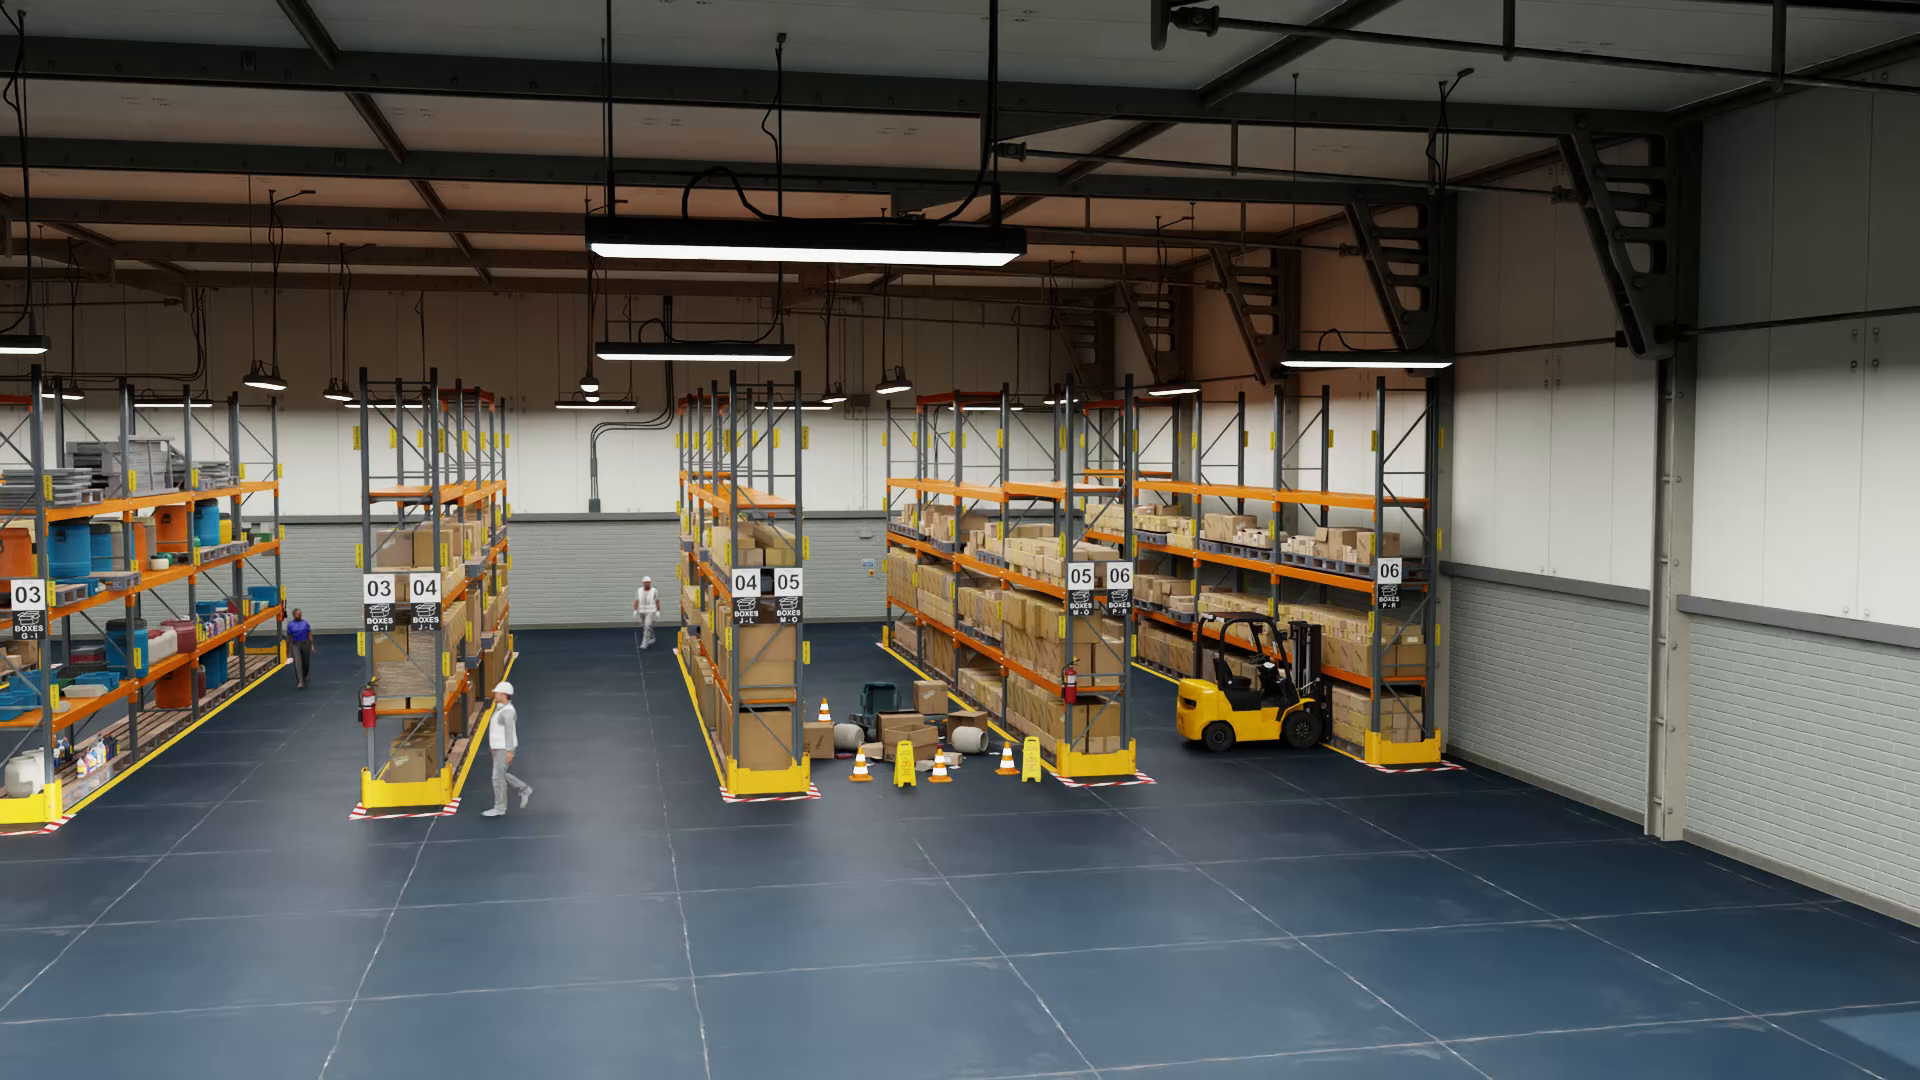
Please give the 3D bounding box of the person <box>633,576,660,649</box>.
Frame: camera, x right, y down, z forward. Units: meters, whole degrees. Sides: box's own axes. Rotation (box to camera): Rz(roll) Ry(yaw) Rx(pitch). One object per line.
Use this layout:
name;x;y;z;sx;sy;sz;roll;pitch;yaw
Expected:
person;-7.556;1.737;40.125;0.529;1.732;1.121;1;4;17

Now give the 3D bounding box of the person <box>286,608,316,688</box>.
person;-13.404;2.179;33.808;0.558;1.596;1.039;-2;4;-26

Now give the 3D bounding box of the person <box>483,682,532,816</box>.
person;-6.082;2.784;22.322;0.680;1.771;0.528;-1;4;-20
